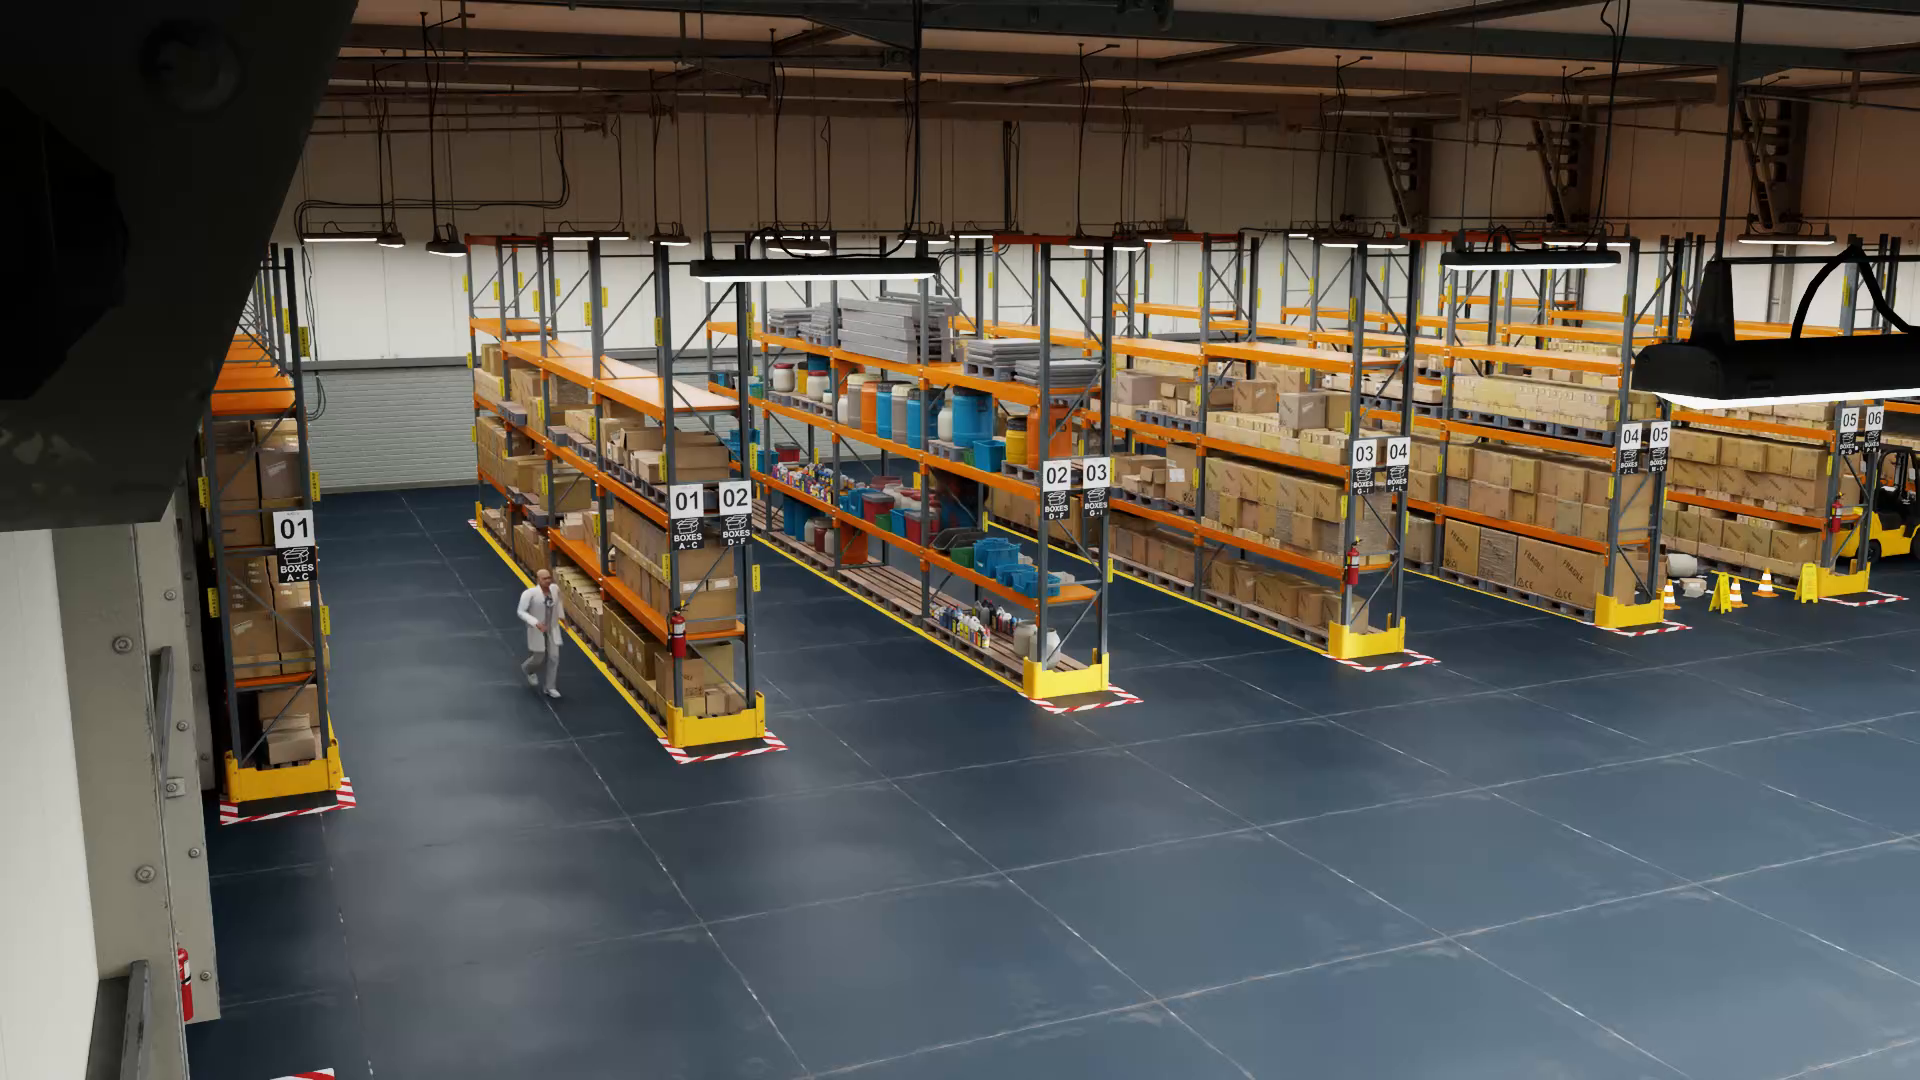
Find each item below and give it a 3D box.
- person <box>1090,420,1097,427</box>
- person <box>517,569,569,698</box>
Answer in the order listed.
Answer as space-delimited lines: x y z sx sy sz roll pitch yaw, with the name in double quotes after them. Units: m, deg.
3.053 -1.951 38.474 0.637 1.758 0.683 -3 11 -14 "person"
-5.657 1.212 22.359 0.700 1.737 0.891 -8 14 -36 "person"
